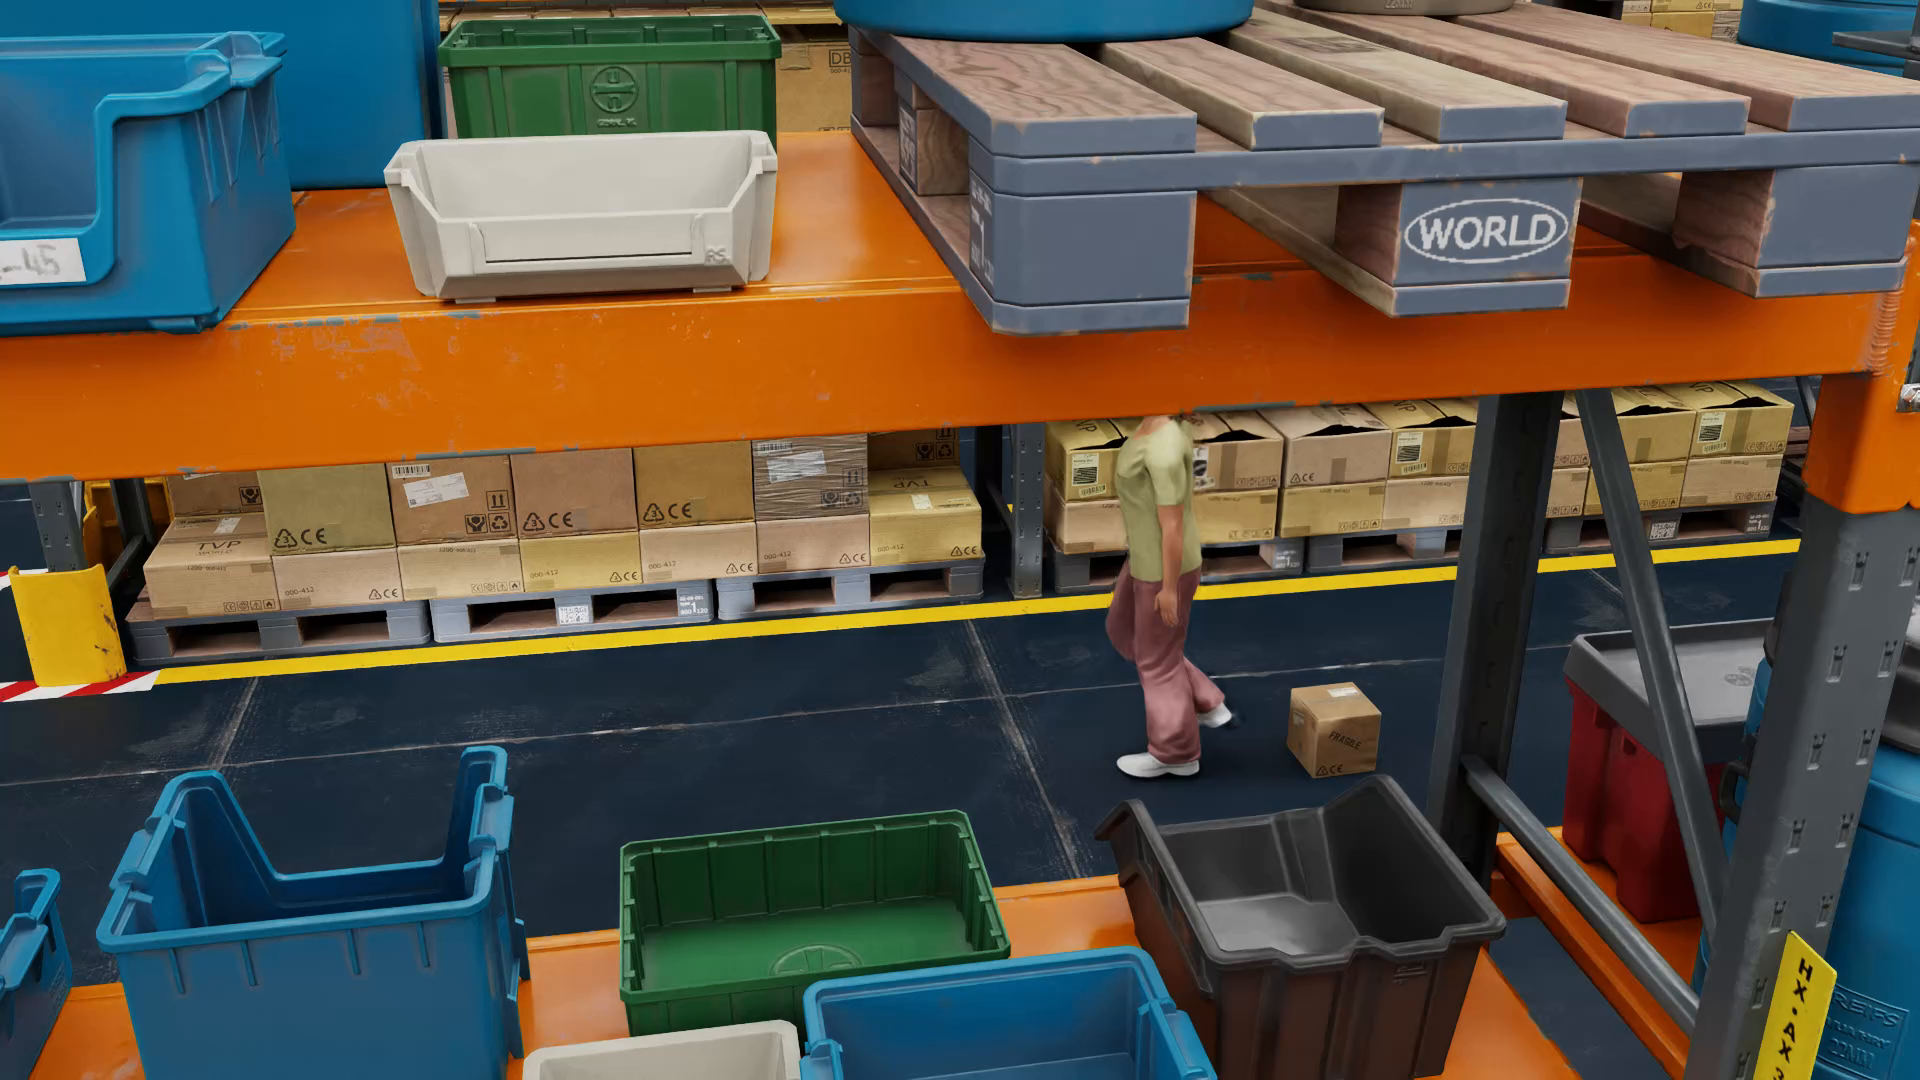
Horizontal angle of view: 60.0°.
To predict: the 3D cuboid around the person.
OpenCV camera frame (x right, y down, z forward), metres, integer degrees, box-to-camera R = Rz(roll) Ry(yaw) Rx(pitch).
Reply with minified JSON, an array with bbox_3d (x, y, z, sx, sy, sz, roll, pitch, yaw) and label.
[{"bbox_3d":[0.763,0.095,5.866,0.479,1.661,0.513,2,24,5],"label":"person"}]
